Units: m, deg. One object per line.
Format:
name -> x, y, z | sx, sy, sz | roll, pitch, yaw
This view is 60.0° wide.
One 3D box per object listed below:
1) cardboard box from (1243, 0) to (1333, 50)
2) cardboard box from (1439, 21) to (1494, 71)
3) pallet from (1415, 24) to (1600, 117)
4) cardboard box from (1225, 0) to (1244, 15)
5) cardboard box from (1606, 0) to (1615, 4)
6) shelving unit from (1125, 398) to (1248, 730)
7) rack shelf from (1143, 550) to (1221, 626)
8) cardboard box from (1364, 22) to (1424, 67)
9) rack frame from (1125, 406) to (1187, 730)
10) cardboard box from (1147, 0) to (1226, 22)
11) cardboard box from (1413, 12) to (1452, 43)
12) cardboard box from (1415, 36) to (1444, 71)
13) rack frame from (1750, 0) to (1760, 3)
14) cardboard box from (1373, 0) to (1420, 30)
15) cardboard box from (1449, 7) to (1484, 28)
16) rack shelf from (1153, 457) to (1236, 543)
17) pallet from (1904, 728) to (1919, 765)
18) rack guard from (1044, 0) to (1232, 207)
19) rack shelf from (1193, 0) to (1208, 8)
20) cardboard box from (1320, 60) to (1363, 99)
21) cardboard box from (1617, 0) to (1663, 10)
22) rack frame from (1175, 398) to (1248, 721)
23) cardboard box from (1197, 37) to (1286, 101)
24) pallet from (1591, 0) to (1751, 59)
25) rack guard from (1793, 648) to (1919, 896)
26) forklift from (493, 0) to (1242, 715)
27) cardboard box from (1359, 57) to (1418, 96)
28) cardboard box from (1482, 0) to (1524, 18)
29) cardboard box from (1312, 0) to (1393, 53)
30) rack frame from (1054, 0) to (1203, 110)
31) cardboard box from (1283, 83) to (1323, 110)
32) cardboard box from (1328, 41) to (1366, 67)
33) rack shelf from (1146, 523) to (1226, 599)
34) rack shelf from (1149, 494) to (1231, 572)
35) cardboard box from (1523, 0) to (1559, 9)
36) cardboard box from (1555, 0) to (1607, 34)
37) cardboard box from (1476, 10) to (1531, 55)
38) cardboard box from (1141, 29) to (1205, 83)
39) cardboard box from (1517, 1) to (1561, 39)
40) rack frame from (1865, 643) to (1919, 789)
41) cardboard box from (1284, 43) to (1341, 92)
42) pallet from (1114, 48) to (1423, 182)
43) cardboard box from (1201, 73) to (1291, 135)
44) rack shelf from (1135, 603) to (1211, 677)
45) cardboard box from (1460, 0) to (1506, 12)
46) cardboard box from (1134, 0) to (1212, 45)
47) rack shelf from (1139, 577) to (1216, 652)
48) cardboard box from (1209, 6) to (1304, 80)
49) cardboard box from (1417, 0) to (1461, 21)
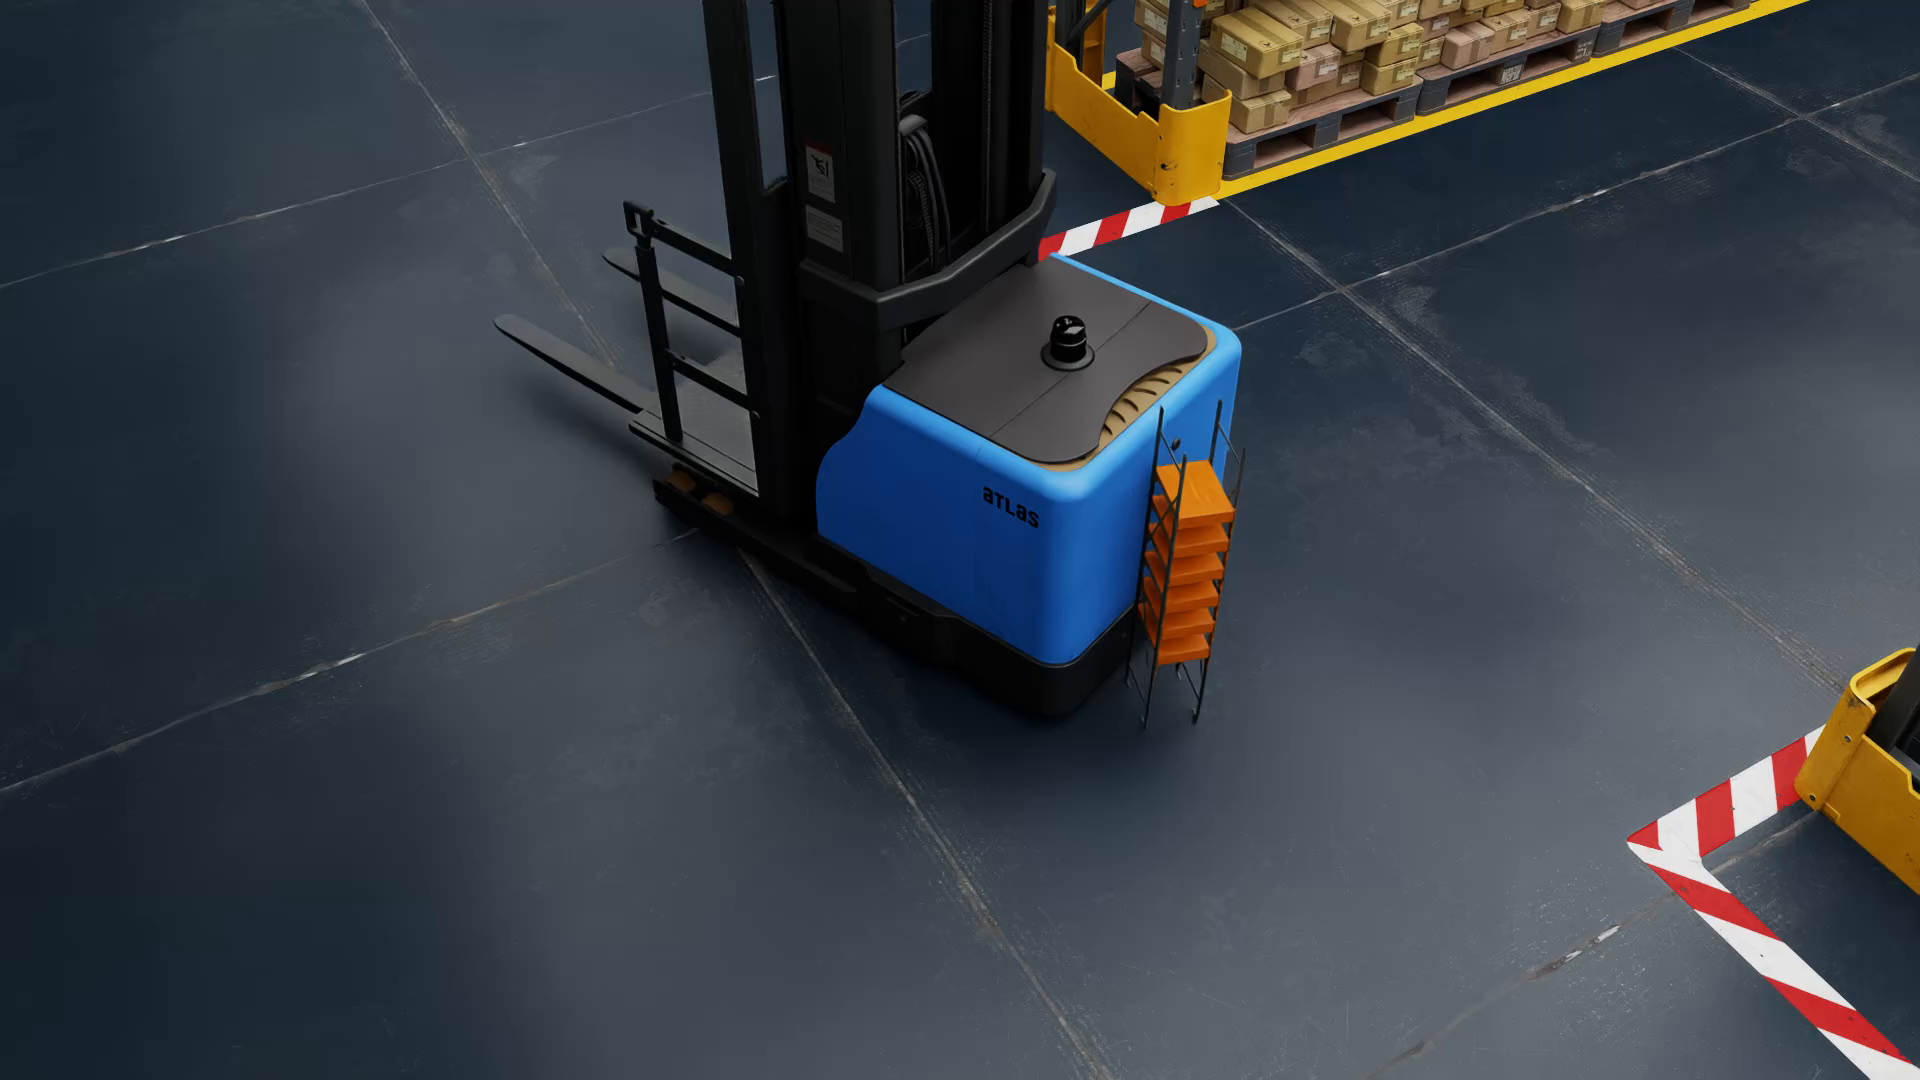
cardboard box -> 1.572, -2.510, 8.001 | 0.250, 0.149, 0.380 | -21, 48, -20
cardboard box -> 2.491, -2.573, 8.493 | 0.250, 0.149, 0.380 | -24, 49, -23
pallet -> 2.614, -2.731, 8.912 | 1.213, 0.211, 1.003 | -22, 48, -21
cardboard box -> 1.349, -2.755, 8.253 | 0.250, 0.149, 0.380 | -21, 48, -20
cardboard box -> 3.315, -3.010, 8.943 | 0.250, 0.149, 0.380 | -23, 49, -22
shelving unit -> 0.700, 0.106, 5.274 | 0.189, 1.200, 0.258 | -8, 44, -10
rack shelf -> 0.699, 0.139, 5.304 | 0.180, 0.103, 0.258 | -8, 44, -10
cardboard box -> 2.062, -2.508, 8.213 | 0.250, 0.149, 0.380 | -20, 48, -20
rack frame -> 0.611, 0.119, 5.258 | 0.006, 1.200, 0.240 | -8, 44, -10
cardboard box -> 1.102, -2.702, 8.199 | 0.250, 0.149, 0.380 | -21, 48, -20
cardboard box -> 2.245, -2.658, 8.367 | 0.250, 0.149, 0.380 | -24, 49, -23
cardboard box -> 2.231, -2.540, 8.458 | 0.250, 0.149, 0.380 | -22, 48, -21
rack frame -> 4.238, -4.412, 8.642 | 0.127, 3.000, 1.000 | -22, 48, -21
cardboard box -> 2.028, -2.656, 8.152 | 0.250, 0.149, 0.380 | -24, 49, -23
cardboard box -> 2.459, -2.777, 8.489 | 0.250, 0.149, 0.380 | -19, 47, -19
rack shelf -> 0.706, -0.123, 5.058 | 0.180, 0.103, 0.258 | -8, 44, -10
pallet -> 3.807, 0.682, 5.396 | 1.213, 0.211, 1.003 | -22, 48, -21
rack guard -> 0.835, -2.154, 8.110 | 0.348, 0.500, 1.175 | -22, 48, -21
rack shelf -> 2.504, -3.460, 8.178 | 4.000, 0.370, 1.077 | -22, 48, -21
cardboard box -> 1.781, -2.371, 8.285 | 0.250, 0.149, 0.380 | -21, 48, -21
cardboard box -> 3.603, -3.028, 8.961 | 0.250, 0.149, 0.380 | -23, 49, -22
rack frame -> 0.789, 0.094, 5.290 | 0.006, 1.200, 0.240 | -8, 44, -10
cardboard box -> 1.352, -2.285, 7.983 | 0.250, 0.149, 0.380 | -20, 48, -19
pallet -> 3.673, -3.157, 9.352 | 1.213, 0.211, 1.003 | -22, 48, -21
rack guard -> 3.132, 0.911, 4.952 | 0.348, 0.500, 1.175 | -22, 48, -21
forklift -> -0.536, -1.325, 5.511 | 3.031, 2.935, 1.130 | 29, 51, 26
cardboard box -> 2.058, -2.394, 8.308 | 0.250, 0.149, 0.380 | -21, 48, -20
cardboard box -> 2.698, -2.865, 8.580 | 0.250, 0.149, 0.380 | -20, 47, -19
cardboard box -> 1.854, -2.520, 8.012 | 0.250, 0.149, 0.380 | -22, 48, -21
rack frame -> 0.769, -3.024, 7.212 | 0.127, 3.000, 1.000 | -22, 48, -21
cardboard box -> 1.569, -2.281, 8.192 | 0.250, 0.149, 0.380 | -22, 48, -21
cardboard box -> 1.785, -2.485, 8.188 | 0.250, 0.149, 0.380 | -21, 48, -20
rack shelf -> 0.702, 0.051, 5.222 | 0.180, 0.103, 0.258 | -8, 44, -10
rack shelf -> 0.704, -0.036, 5.140 | 0.180, 0.103, 0.258 | -8, 44, -10
cardboard box -> 2.951, -2.931, 8.649 | 0.250, 0.149, 0.380 | -24, 49, -23
cardboard box -> 3.170, -2.839, 8.767 | 0.250, 0.149, 0.380 | -22, 48, -21
cardboard box -> 2.718, -2.685, 8.609 | 0.250, 0.149, 0.380 | -22, 48, -21
cardboard box -> 1.122, -2.461, 8.377 | 0.250, 0.149, 0.380 | -21, 48, -20
cardboard box -> 2.910, -2.789, 8.715 | 0.250, 0.149, 0.380 | -21, 48, -20
rack frame -> 3.153, 0.006, 4.090 | 0.127, 3.000, 1.000 | -22, 48, -21
cardboard box -> 1.617, -2.346, 8.046 | 0.250, 0.149, 0.380 | -22, 48, -21
pallet -> 1.557, -2.311, 8.479 | 1.213, 0.211, 1.003 | -22, 48, -21
cardboard box -> 1.383, -2.140, 8.047 | 0.250, 0.149, 0.380 | -21, 48, -20
rack shelf -> 0.695, 0.313, 5.469 | 0.180, 0.103, 0.258 | -8, 44, -10
cardboard box -> 2.524, -2.811, 8.311 | 0.250, 0.149, 0.380 | -21, 48, -20
cardboard box -> 1.085, -2.614, 8.322 | 0.250, 0.149, 0.380 | -23, 49, -22
rack shelf -> 0.697, 0.226, 5.387 | 0.180, 0.103, 0.258 | -8, 44, -10
cardboard box -> 1.393, -2.342, 7.828 | 0.250, 0.149, 0.380 | -24, 49, -23
cardboard box -> 2.273, -2.747, 8.245 | 0.250, 0.149, 0.380 | -20, 48, -19
